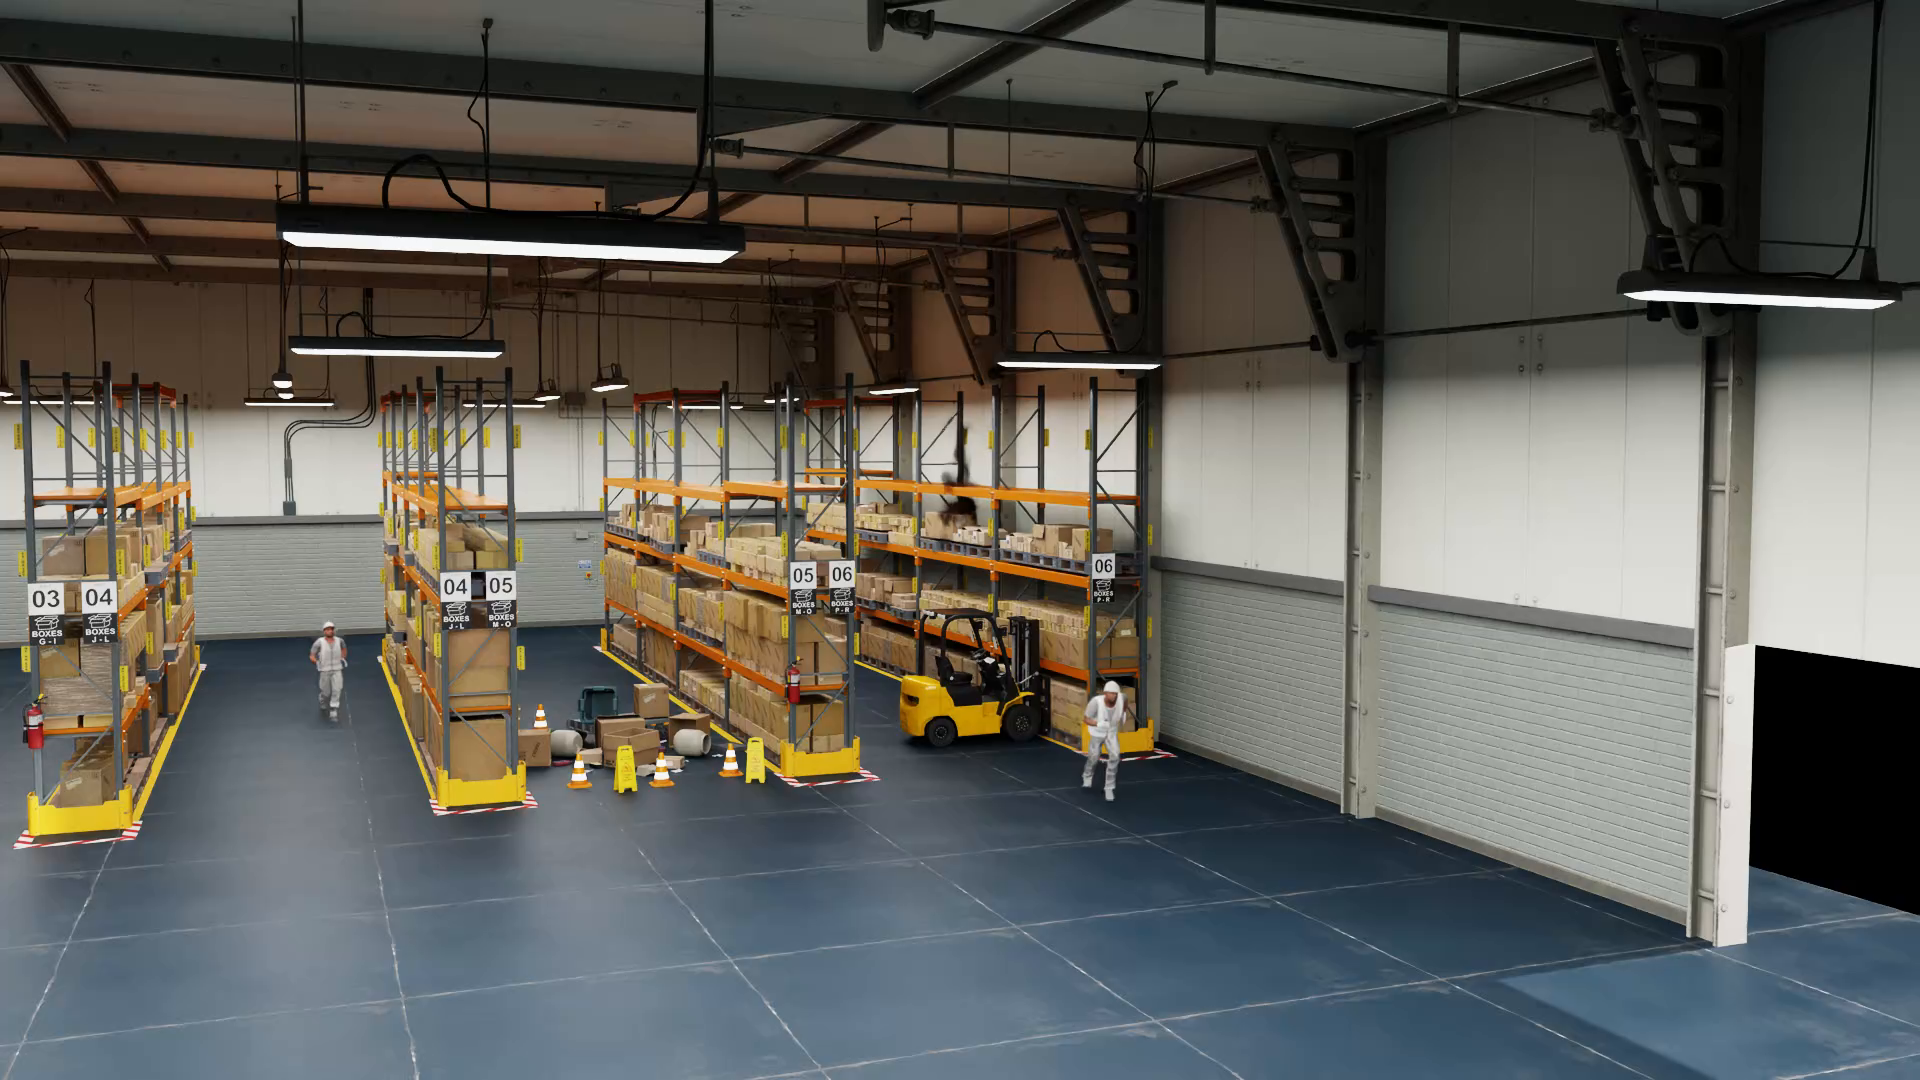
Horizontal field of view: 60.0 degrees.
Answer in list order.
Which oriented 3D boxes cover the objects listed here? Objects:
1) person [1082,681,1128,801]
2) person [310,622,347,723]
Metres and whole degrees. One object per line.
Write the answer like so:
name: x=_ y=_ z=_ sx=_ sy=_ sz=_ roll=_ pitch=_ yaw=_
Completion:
person: x=2.009 y=2.789 z=23.353 sx=0.729 sy=1.721 sz=1.021 roll=-1 pitch=4 yaw=-18
person: x=-11.231 y=2.341 z=29.648 sx=0.657 sy=1.771 sz=0.863 roll=-2 pitch=4 yaw=-33
